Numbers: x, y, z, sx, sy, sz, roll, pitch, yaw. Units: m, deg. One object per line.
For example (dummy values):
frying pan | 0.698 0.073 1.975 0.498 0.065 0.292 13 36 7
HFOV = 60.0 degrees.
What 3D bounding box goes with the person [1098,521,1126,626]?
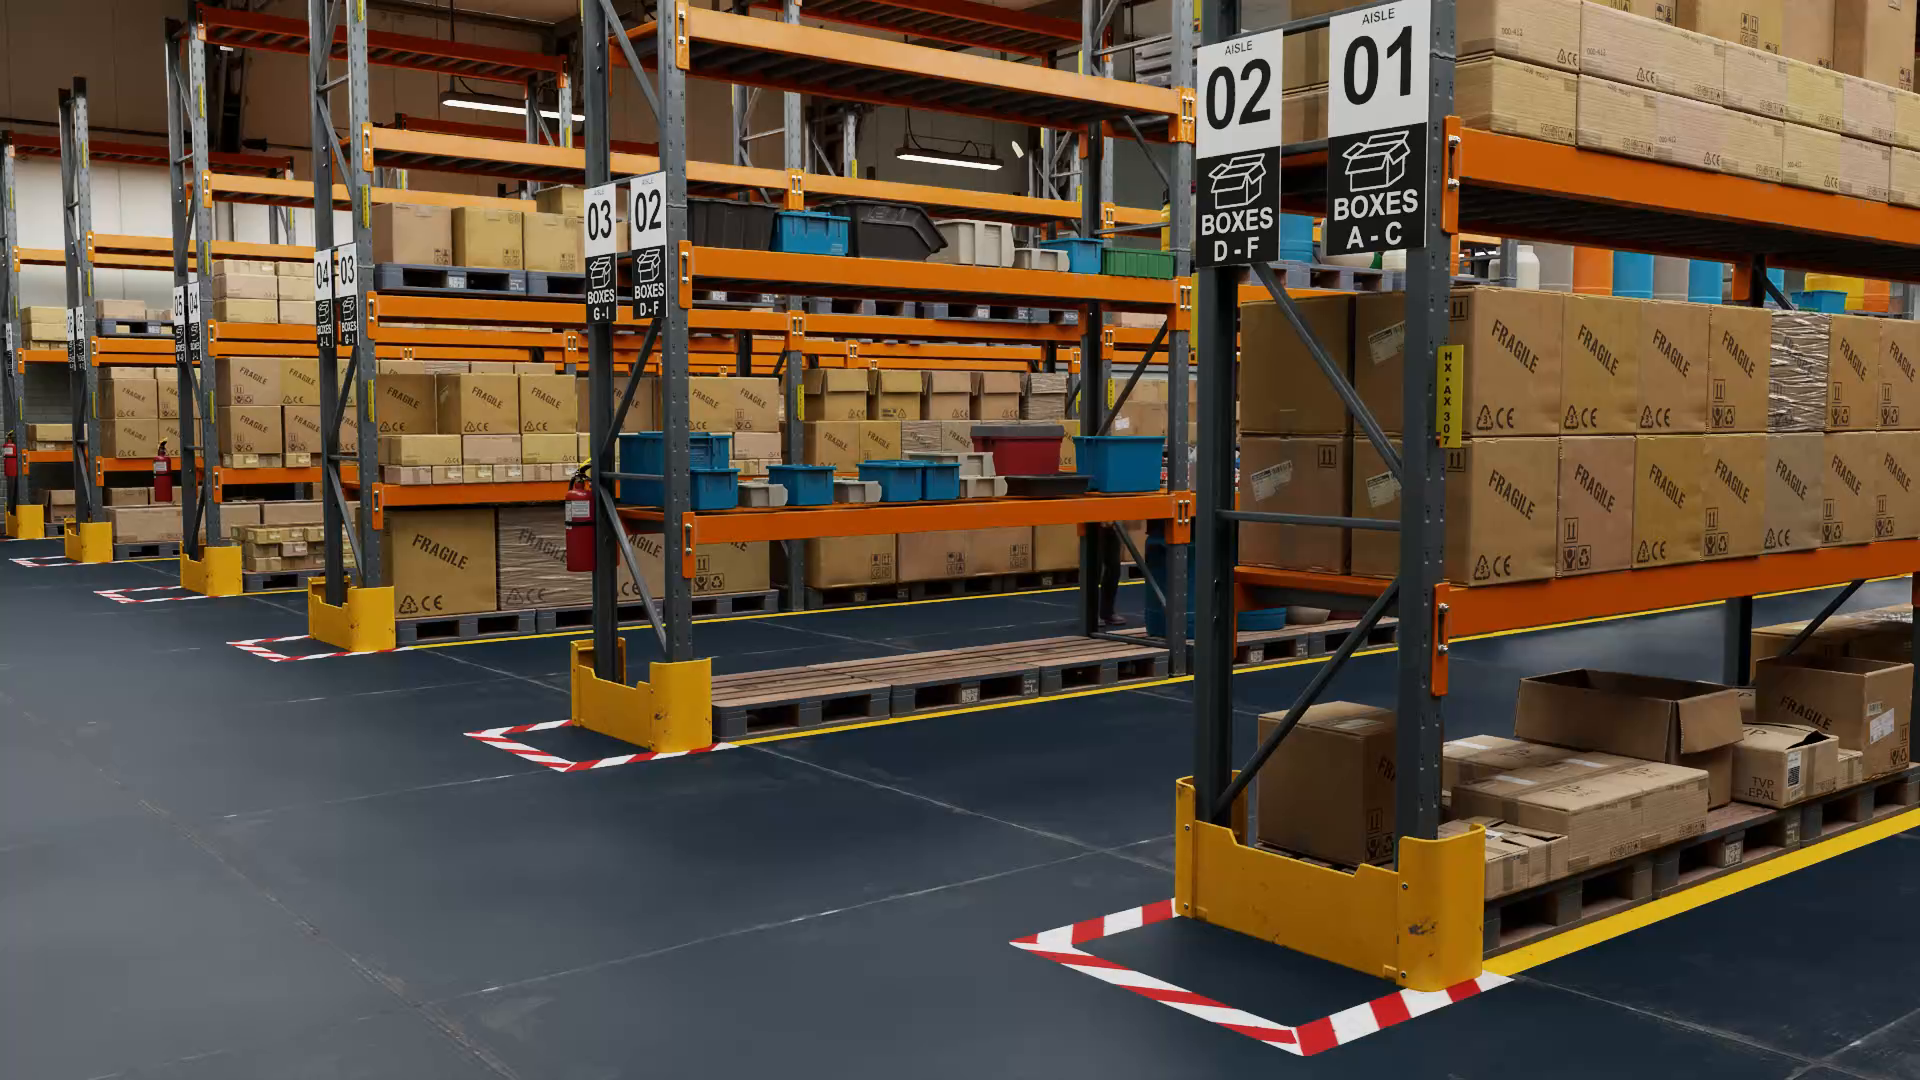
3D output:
person | 1.310 -0.069 14.700 0.455 1.651 0.509 -4 6 -39
